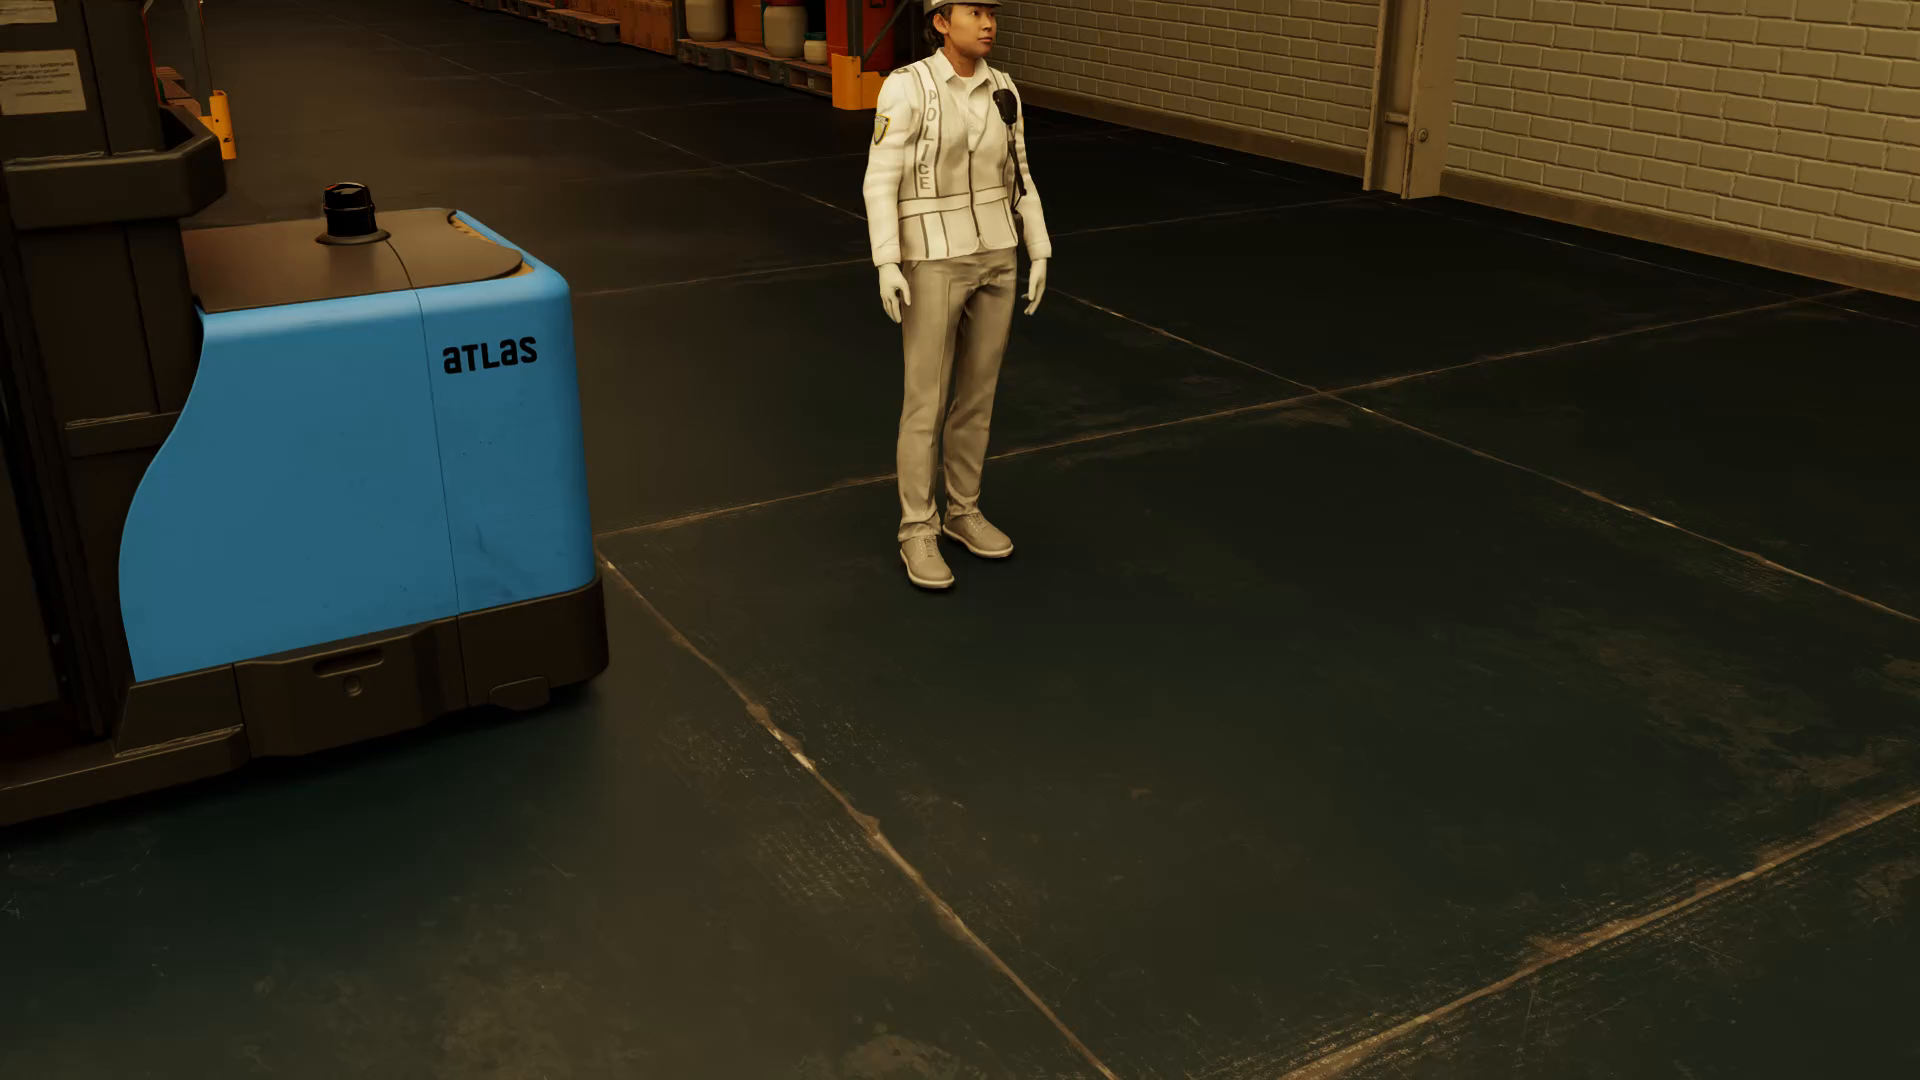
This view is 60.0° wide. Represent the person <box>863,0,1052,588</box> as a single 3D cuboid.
[{"bbox_3d":[0.029,-0.767,4.753,0.588,1.695,0.531,-12,25,-28],"label":"person"}]

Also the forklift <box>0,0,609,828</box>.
[{"bbox_3d":[-2.416,-0.842,3.325,3.031,2.935,1.130,-13,25,-28],"label":"forklift"}]
